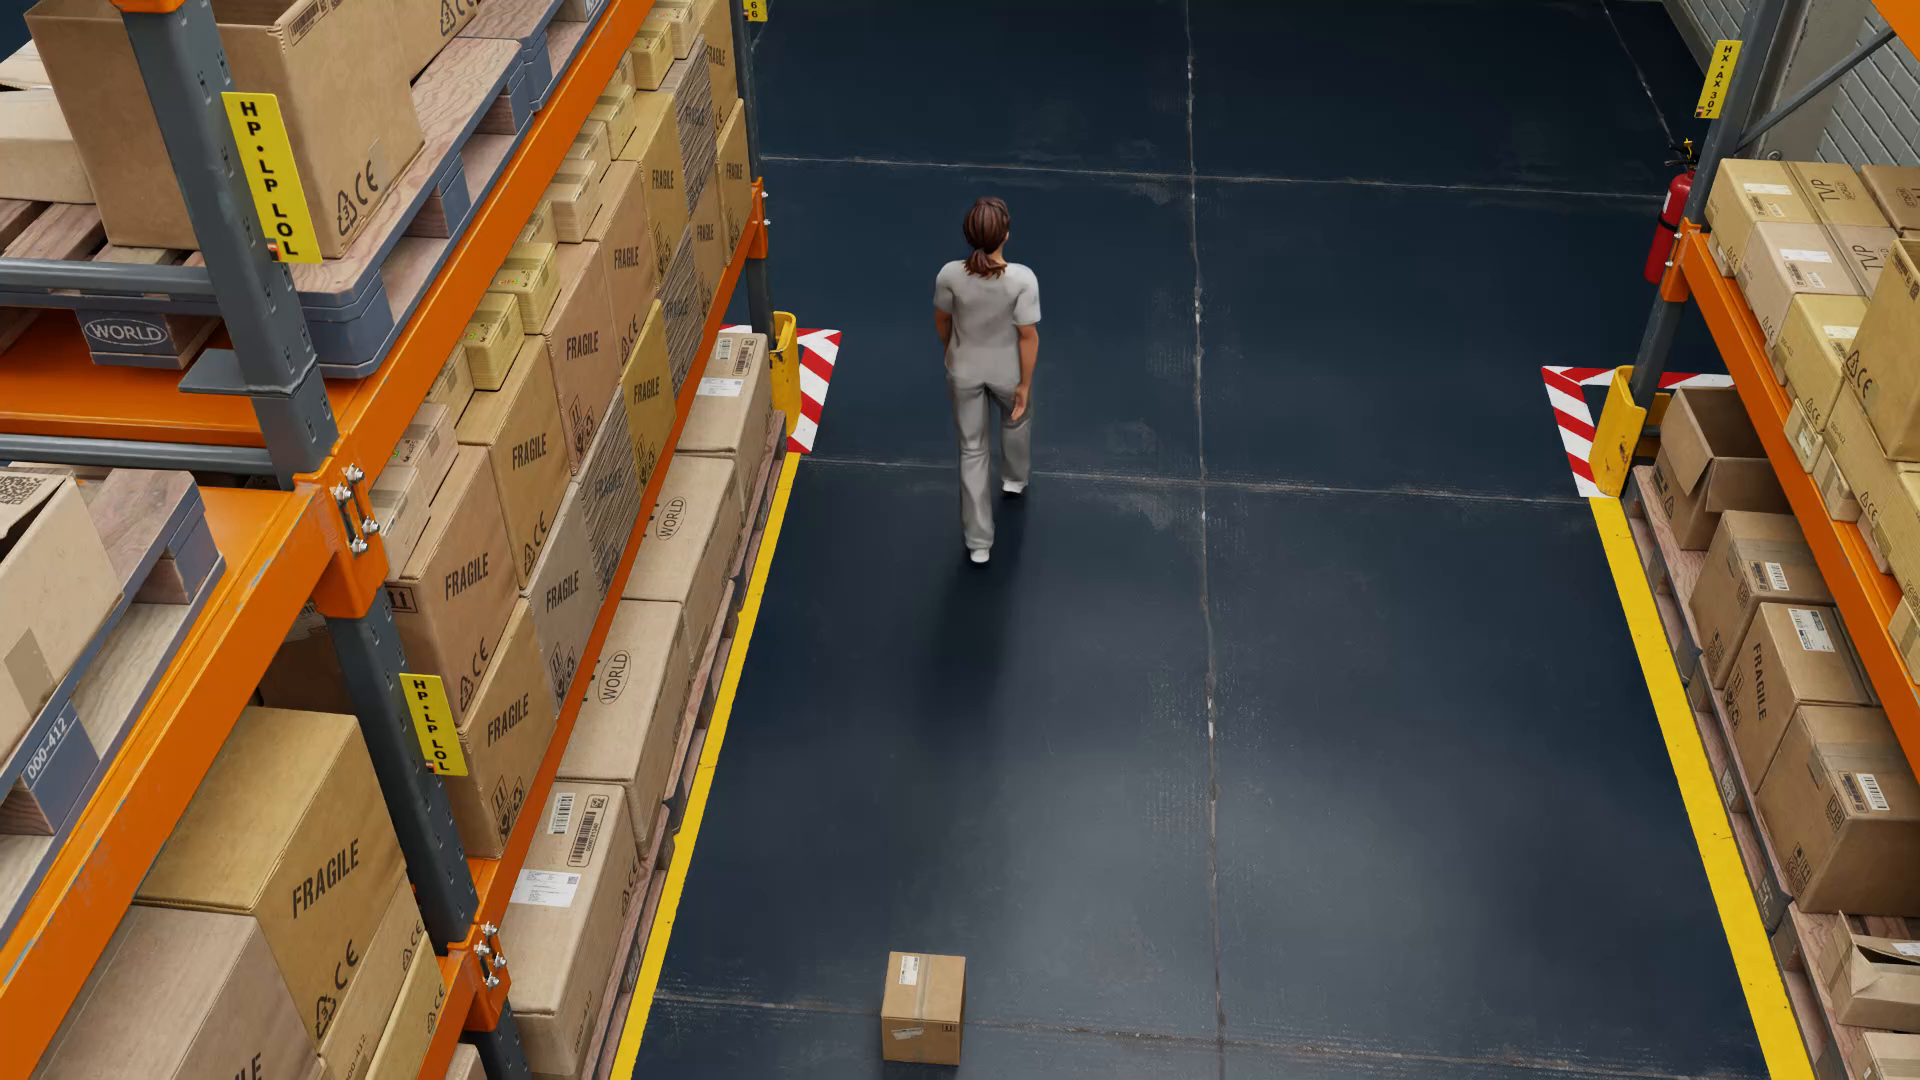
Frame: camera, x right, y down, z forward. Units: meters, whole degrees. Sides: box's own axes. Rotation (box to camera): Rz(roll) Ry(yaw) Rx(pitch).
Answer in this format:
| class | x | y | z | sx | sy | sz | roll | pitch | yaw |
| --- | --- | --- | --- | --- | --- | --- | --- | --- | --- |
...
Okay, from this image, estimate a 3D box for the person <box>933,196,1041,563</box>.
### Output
| class | x | y | z | sx | sy | sz | roll | pitch | yaw |
| --- | --- | --- | --- | --- | --- | --- | --- | --- | --- |
| person | 0.117 | -0.733 | 7.038 | 0.446 | 1.700 | 0.756 | 3 | 40 | 4 |
